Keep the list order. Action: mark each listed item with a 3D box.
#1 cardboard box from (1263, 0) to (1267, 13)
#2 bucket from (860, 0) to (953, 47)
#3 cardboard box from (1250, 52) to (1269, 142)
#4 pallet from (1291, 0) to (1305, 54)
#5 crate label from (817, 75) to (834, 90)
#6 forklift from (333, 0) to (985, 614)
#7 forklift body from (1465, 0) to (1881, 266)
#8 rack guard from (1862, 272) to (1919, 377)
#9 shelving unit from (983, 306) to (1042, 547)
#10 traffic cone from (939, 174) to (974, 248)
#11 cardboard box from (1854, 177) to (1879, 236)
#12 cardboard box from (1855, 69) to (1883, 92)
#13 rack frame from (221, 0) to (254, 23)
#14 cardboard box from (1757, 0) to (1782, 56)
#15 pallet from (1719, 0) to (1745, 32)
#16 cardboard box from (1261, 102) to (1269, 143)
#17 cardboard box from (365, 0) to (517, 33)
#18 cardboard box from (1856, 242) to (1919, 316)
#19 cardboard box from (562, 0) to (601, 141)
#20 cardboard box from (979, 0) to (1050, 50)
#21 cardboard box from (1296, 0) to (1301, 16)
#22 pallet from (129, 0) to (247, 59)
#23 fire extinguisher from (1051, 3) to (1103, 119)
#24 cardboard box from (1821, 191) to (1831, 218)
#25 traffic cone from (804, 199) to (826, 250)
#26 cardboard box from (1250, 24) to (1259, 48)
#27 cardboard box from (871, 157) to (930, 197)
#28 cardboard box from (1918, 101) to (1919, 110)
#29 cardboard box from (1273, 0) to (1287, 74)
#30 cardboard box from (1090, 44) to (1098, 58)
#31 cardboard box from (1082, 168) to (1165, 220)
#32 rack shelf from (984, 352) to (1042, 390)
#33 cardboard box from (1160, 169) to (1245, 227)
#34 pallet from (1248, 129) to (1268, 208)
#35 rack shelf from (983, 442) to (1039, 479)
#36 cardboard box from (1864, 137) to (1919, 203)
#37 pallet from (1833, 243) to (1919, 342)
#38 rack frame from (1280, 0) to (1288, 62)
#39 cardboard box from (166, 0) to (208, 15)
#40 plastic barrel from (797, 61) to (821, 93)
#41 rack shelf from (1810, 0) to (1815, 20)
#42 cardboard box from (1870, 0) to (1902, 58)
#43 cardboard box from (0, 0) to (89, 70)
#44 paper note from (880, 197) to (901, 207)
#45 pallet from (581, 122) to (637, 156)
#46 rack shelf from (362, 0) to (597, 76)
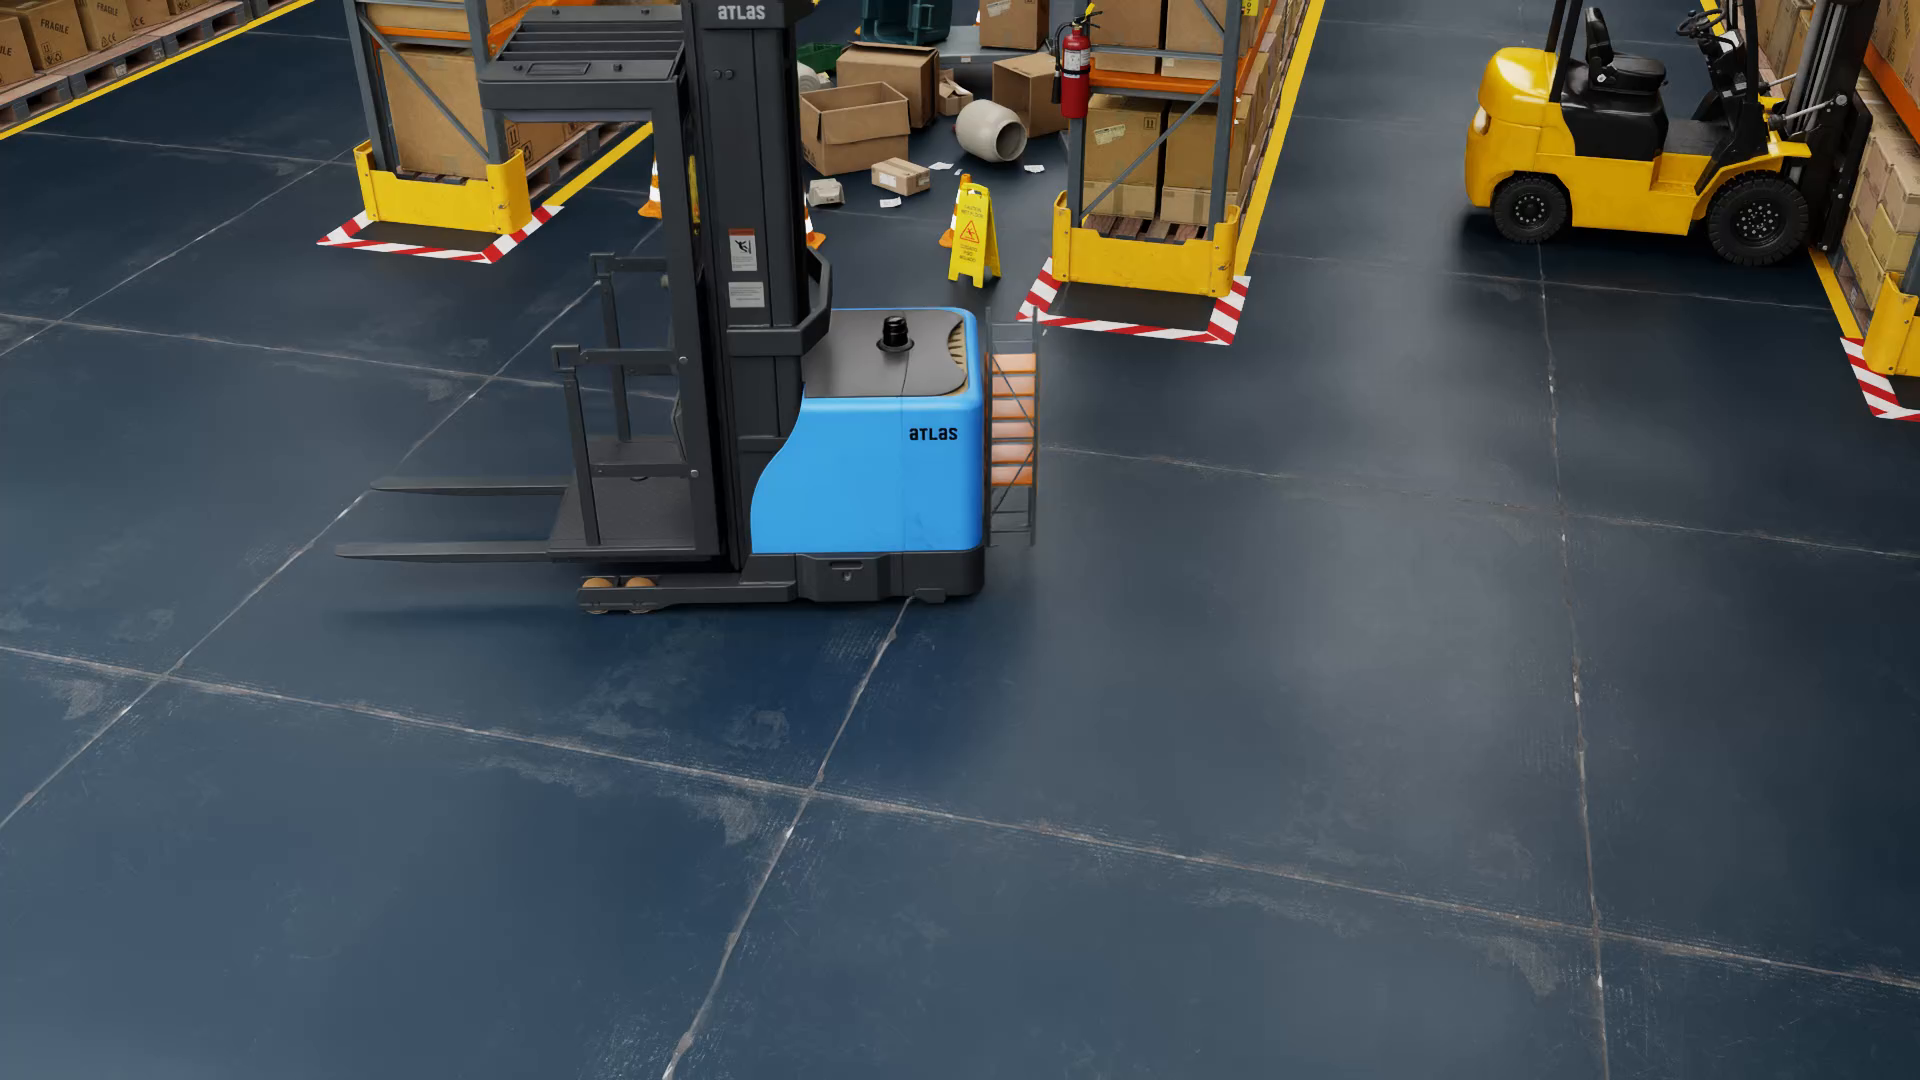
[{"bbox_3d":[1.826,-3.858,11.152,0.500,0.500,0.500,7,33,11],"label":"cardboard box"},{"bbox_3d":[-0.422,-4.521,14.200,0.726,0.611,0.620,20,28,29],"label":"bucket"},{"bbox_3d":[1.923,-3.206,11.970,0.500,0.500,0.500,9,33,13],"label":"cardboard box"},{"bbox_3d":[2.700,-4.887,15.740,1.003,0.211,1.213,8,33,12],"label":"pallet"},{"bbox_3d":[-1.237,-3.872,14.214,0.298,0.136,0.250,-14,35,-21],"label":"crate label"},{"bbox_3d":[-1.411,-1.182,7.377,3.031,2.935,1.130,-1,32,-1],"label":"forklift"},{"bbox_3d":[4.700,-3.149,11.198,2.313,2.155,1.214,8,33,12],"label":"forklift body"},{"bbox_3d":[5.977,-1.207,9.683,1.175,0.500,0.348,8,33,12],"label":"rack guard"},{"bbox_3d":[0.245,-0.526,7.959,0.258,1.200,0.189,-2,32,-2],"label":"shelving unit"},{"bbox_3d":[0.043,-2.277,11.400,0.336,0.463,0.334,8,33,12],"label":"traffic cone"},{"bbox_3d":[5.942,-2.056,10.394,0.500,0.250,0.500,8,33,12],"label":"cardboard box"},{"bbox_3d":[6.318,-3.057,11.502,0.500,0.250,0.500,9,34,14],"label":"cardboard box"},{"bbox_3d":[-7.389,-6.373,15.479,1.000,3.000,0.127,8,33,12],"label":"rack frame"},{"bbox_3d":[7.513,-4.590,14.496,0.875,0.625,0.625,7,33,10],"label":"cardboard box"},{"bbox_3d":[7.767,-4.827,15.647,1.003,0.211,1.213,8,33,12],"label":"pallet"},{"bbox_3d":[2.047,-3.157,12.591,0.500,0.250,0.500,9,33,13],"label":"cardboard box"},{"bbox_3d":[-3.582,-3.832,11.342,0.875,0.550,0.550,8,33,12],"label":"cardboard box"},{"bbox_3d":[5.797,-1.578,10.108,0.500,0.250,0.500,8,33,13],"label":"cardboard box"},{"bbox_3d":[-3.303,-3.668,12.813,0.875,0.875,0.875,8,33,12],"label":"cardboard box"},{"bbox_3d":[0.467,-4.516,14.181,0.500,0.500,0.500,8,33,12],"label":"cardboard box"},{"bbox_3d":[2.681,-5.100,15.534,0.950,0.372,0.625,9,34,14],"label":"cardboard box"},{"bbox_3d":[-7.525,-4.843,15.672,1.003,0.211,1.213,8,33,12],"label":"pallet"},{"bbox_3d":[0.707,-2.919,10.118,0.296,0.674,0.183,8,33,12],"label":"fire extinguisher"},{"bbox_3d":[6.178,-2.366,11.347,0.500,0.250,0.500,9,34,14],"label":"cardboard box"},{"bbox_3d":[-1.117,-2.251,11.360,0.336,0.463,0.334,8,33,12],"label":"traffic cone"},{"bbox_3d":[1.773,-3.376,10.998,0.380,0.149,0.250,9,33,13],"label":"cardboard box"},{"bbox_3d":[-0.440,-2.700,12.359,0.380,0.149,0.250,28,42,36],"label":"cardboard box"},{"bbox_3d":[5.854,-2.608,9.463,0.500,0.500,0.500,7,33,11],"label":"cardboard box"},{"bbox_3d":[2.306,-4.014,13.240,0.500,0.500,0.500,8,33,12],"label":"cardboard box"},{"bbox_3d":[1.026,-3.212,10.741,0.380,0.149,0.250,8,33,12],"label":"cardboard box"},{"bbox_3d":[1.132,-2.434,11.454,0.500,0.250,0.500,8,33,12],"label":"cardboard box"},{"bbox_3d":[0.245,-0.793,7.790,0.258,0.103,0.180,-2,32,-2],"label":"rack shelf"},{"bbox_3d":[1.654,-2.346,11.316,0.500,0.250,0.500,8,33,12],"label":"cardboard box"},{"bbox_3d":[1.753,-2.859,12.550,1.003,0.211,1.213,8,33,12],"label":"pallet"},{"bbox_3d":[0.245,-0.387,8.047,0.258,0.103,0.180,-2,32,-2],"label":"rack shelf"},{"bbox_3d":[5.923,-2.261,10.249,0.500,0.250,0.500,9,33,13],"label":"cardboard box"},{"bbox_3d":[6.137,-1.500,10.413,1.003,0.211,1.213,8,33,12],"label":"pallet"},{"bbox_3d":[2.196,-5.024,13.357,1.000,3.000,0.127,8,33,12],"label":"rack frame"},{"bbox_3d":[-7.529,-5.294,15.719,0.500,0.500,0.500,7,33,11],"label":"cardboard box"},{"bbox_3d":[-1.421,-3.761,13.771,0.421,0.421,0.512,-21,38,-29],"label":"plastic barrel"},{"bbox_3d":[7.506,-5.085,14.123,1.077,0.370,4.000,8,33,12],"label":"rack shelf"},{"bbox_3d":[6.242,-3.404,10.716,0.500,0.500,0.500,8,33,13],"label":"cardboard box"},{"bbox_3d":[-7.934,-4.379,14.281,0.500,0.500,0.500,11,34,17],"label":"cardboard box"},{"bbox_3d":[-0.504,-2.457,12.086,0.148,0.019,0.142,-3,33,-4],"label":"paper note"},{"bbox_3d":[-3.193,-3.450,13.480,1.003,0.211,1.213,8,33,12],"label":"pallet"},{"bbox_3d":[-3.125,-4.304,12.895,1.077,0.370,4.000,8,33,12],"label":"rack shelf"}]
